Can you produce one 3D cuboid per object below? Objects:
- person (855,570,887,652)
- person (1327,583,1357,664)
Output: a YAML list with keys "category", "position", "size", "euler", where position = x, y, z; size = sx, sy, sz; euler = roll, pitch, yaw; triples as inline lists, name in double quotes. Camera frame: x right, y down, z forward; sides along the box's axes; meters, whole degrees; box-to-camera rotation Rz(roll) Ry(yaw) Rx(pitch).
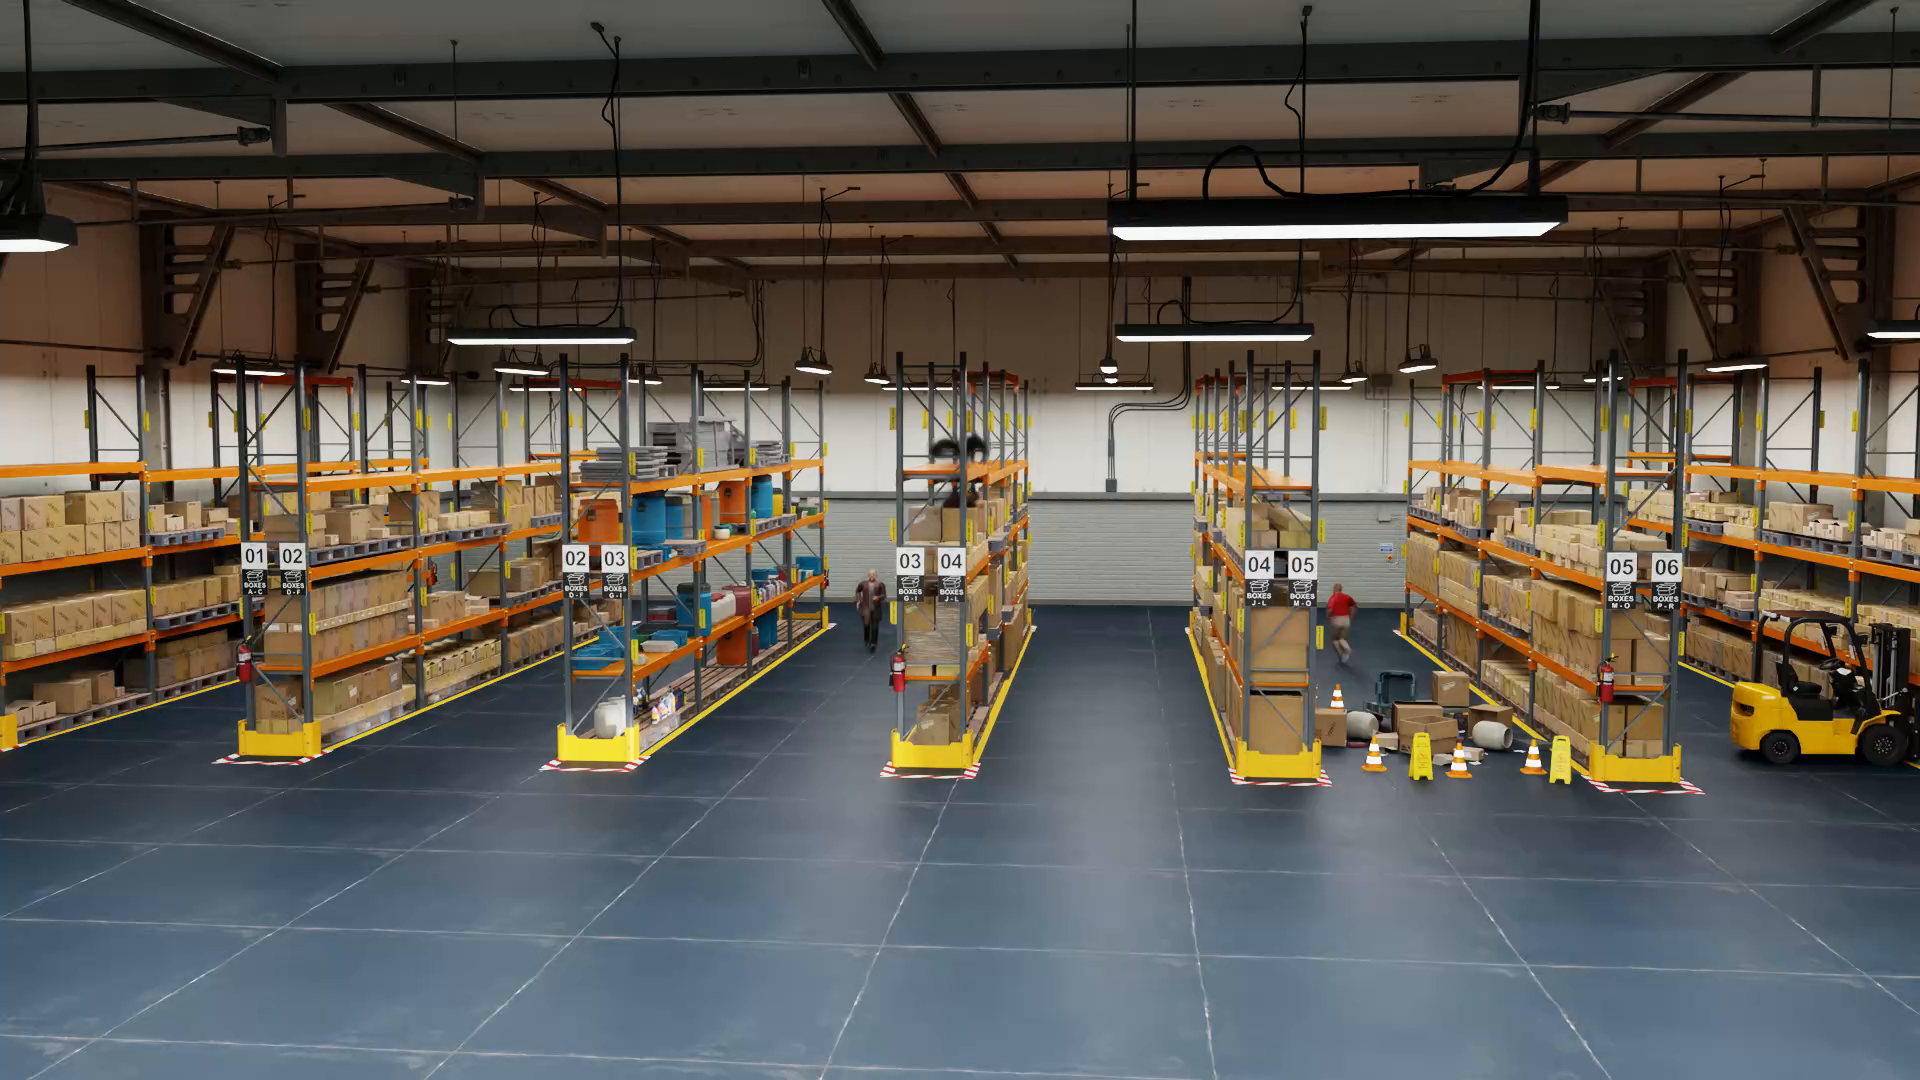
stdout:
- category: "person"
  position: [-1.941, 1.541, 36.305]
  size: [0.687, 1.791, 0.766]
  euler: [0, 4, -3]
- category: "person"
  position: [7.888, 1.738, 34.278]
  size: [0.704, 1.680, 0.613]
  euler: [-1, 4, -16]
